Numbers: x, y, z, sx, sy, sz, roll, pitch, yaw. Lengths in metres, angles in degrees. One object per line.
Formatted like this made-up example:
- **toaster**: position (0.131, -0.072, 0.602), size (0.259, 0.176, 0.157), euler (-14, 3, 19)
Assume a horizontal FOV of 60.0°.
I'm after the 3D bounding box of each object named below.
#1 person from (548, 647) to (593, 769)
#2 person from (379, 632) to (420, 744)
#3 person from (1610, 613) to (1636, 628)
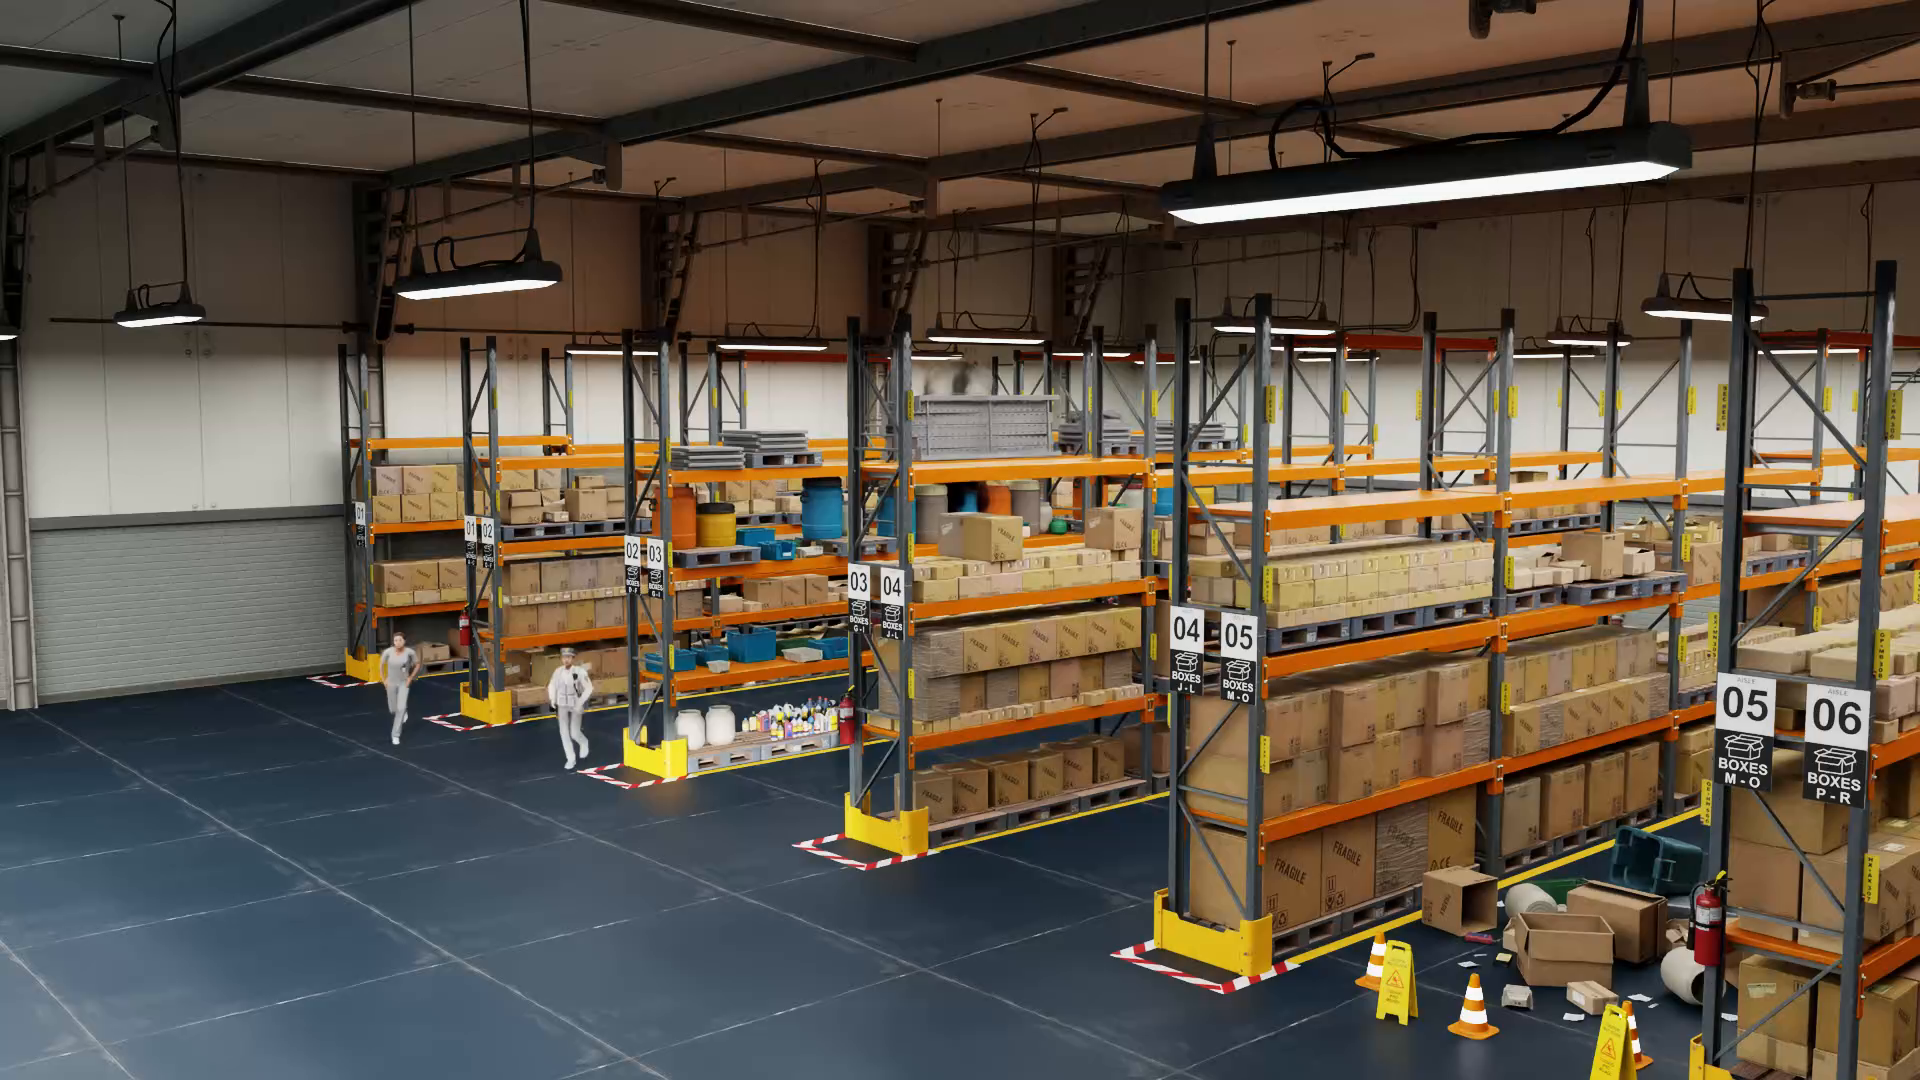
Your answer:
- **person**: position (-5.380, 2.288, 22.948), size (0.628, 1.667, 0.554), euler (1, 5, 6)
- **person**: position (-8.322, 2.165, 24.734), size (0.571, 1.649, 0.858), euler (-1, 5, -9)
- **person**: position (10.646, 1.936, 26.822), size (0.869, 1.620, 0.561), euler (-5, 7, -44)
